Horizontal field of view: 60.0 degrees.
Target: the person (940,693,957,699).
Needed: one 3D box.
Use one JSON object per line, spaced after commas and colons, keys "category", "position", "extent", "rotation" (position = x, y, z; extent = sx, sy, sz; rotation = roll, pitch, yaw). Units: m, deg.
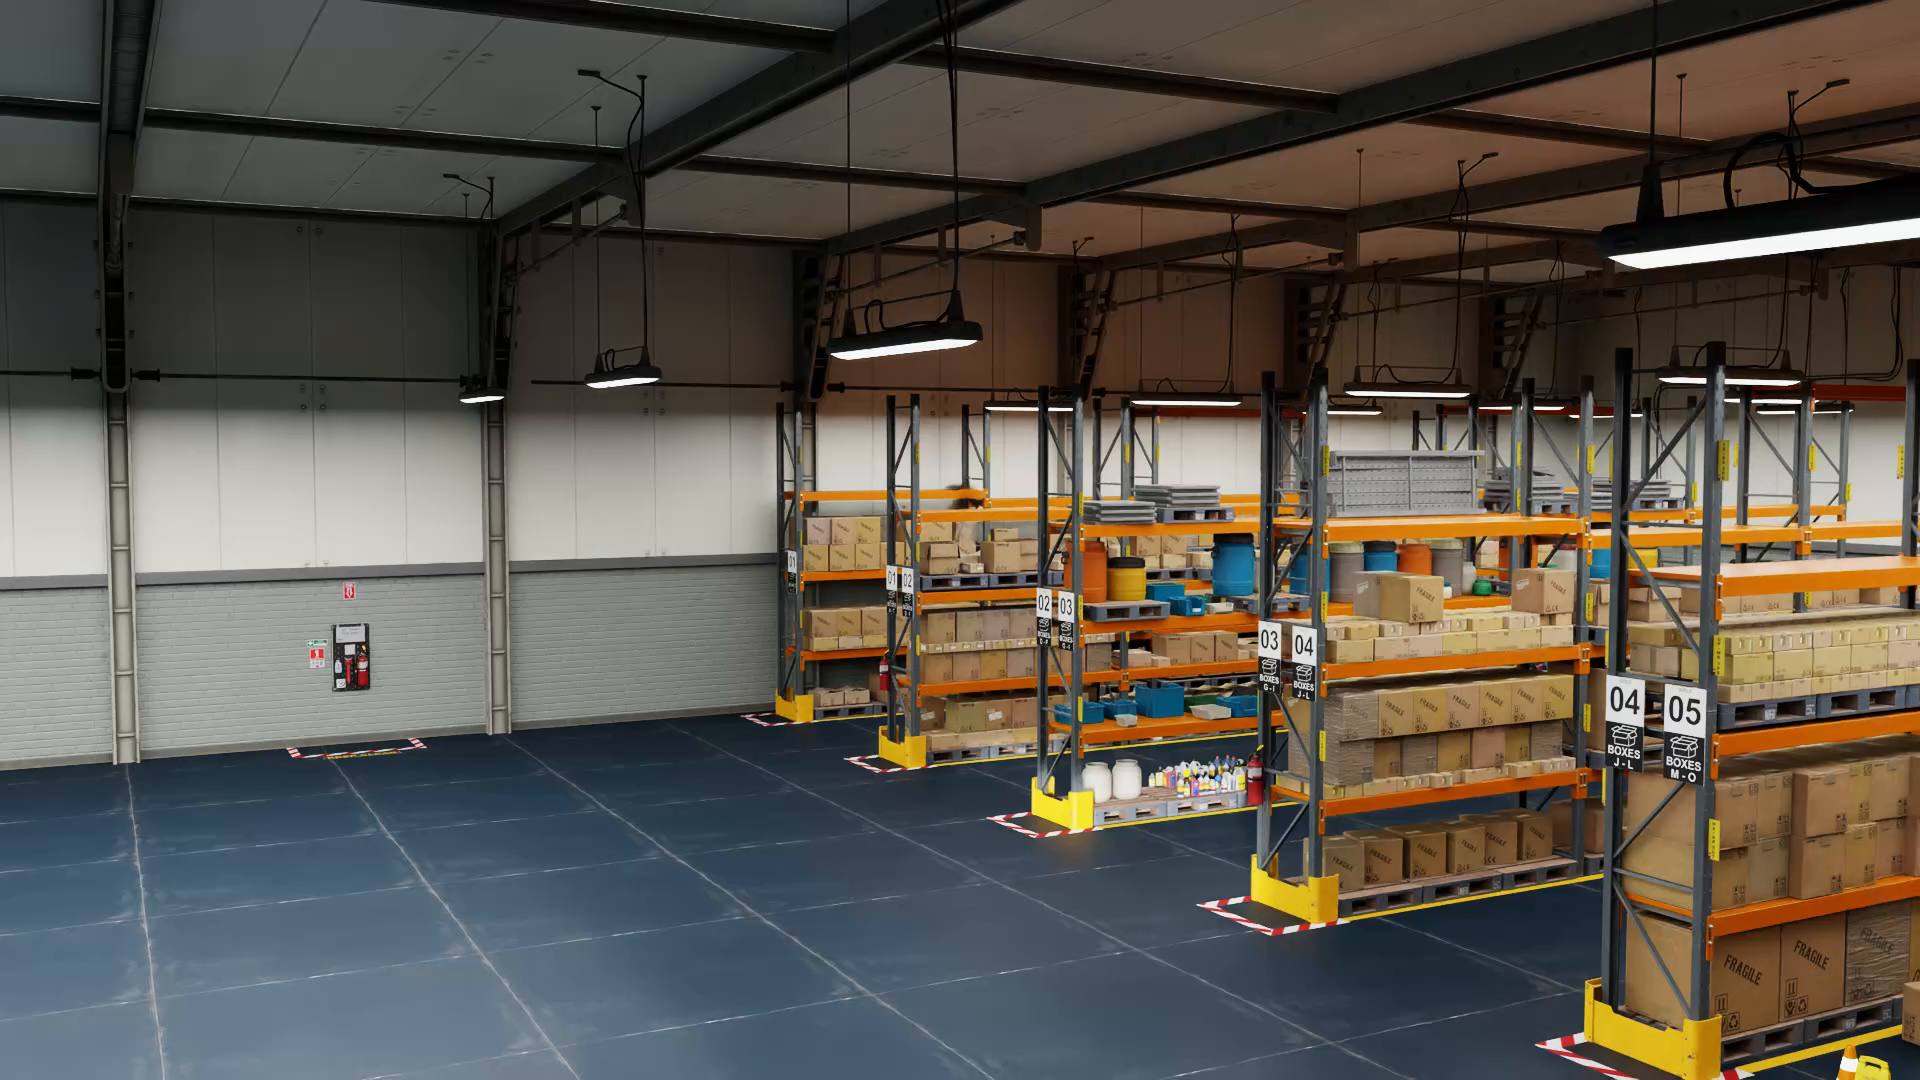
{"category": "person", "position": [-0.075, 2.680, 29.641], "extent": [0.403, 1.663, 0.557], "rotation": [3, 4, 40]}
